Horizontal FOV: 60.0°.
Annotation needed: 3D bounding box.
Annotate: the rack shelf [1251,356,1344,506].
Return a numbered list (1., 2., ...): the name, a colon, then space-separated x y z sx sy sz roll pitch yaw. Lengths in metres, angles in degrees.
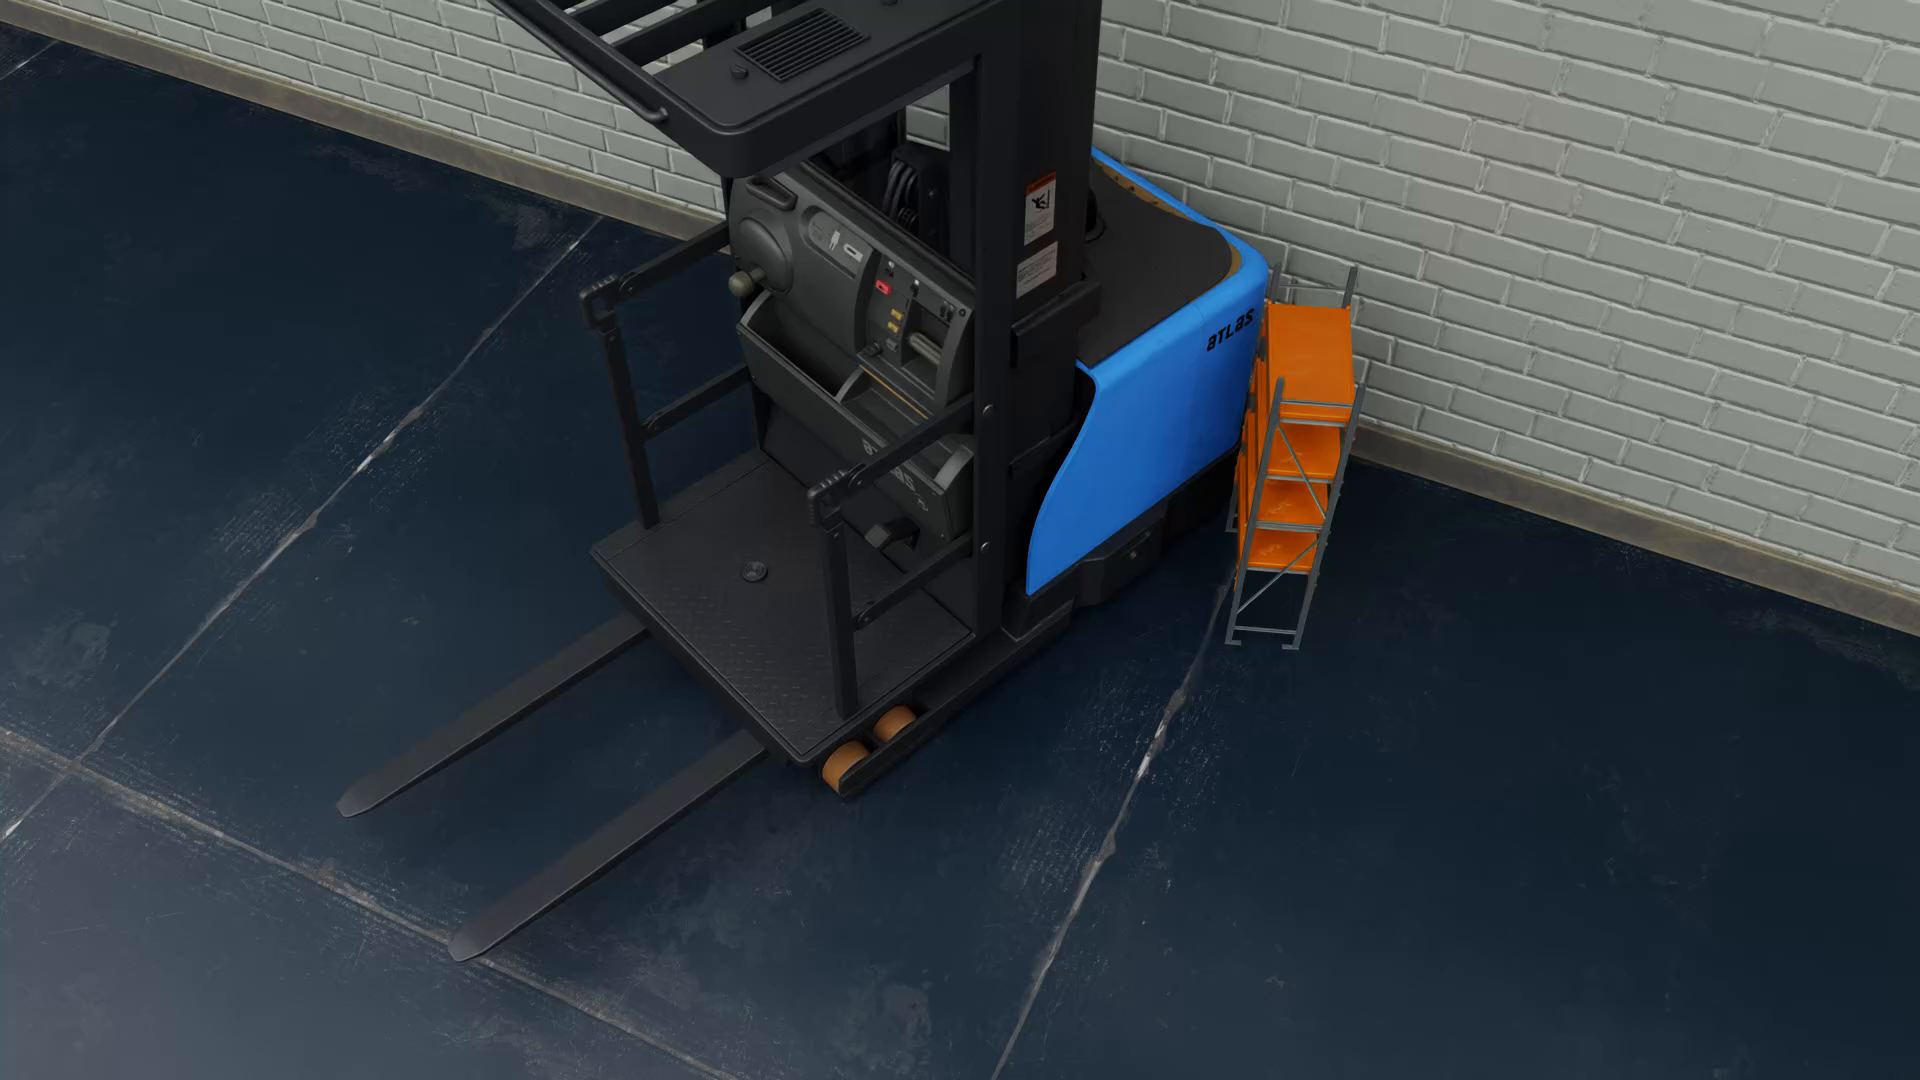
1. rack shelf: 1.015 -0.329 5.037 0.258 0.148 0.480 5 50 4

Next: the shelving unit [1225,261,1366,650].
1. shelving unit: 1.015 -0.228 5.156 0.258 1.200 0.503 5 50 4

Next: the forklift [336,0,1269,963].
1. forklift: -0.464 -0.628 4.360 3.031 2.935 1.130 -35 58 -26

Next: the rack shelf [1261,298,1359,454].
1. rack shelf: 1.015 -0.483 4.857 0.258 0.148 0.480 5 50 4

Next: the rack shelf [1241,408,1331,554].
1. rack shelf: 1.015 -0.184 5.207 0.258 0.148 0.480 5 50 4

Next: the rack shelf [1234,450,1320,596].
1. rack shelf: 1.015 -0.056 5.359 0.258 0.148 0.480 5 50 4

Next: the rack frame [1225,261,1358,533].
1. rack frame: 1.041 -0.413 5.313 0.240 1.200 0.015 5 50 4

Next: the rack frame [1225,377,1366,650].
1. rack frame: 0.989 -0.043 4.999 0.240 1.200 0.015 5 50 4
